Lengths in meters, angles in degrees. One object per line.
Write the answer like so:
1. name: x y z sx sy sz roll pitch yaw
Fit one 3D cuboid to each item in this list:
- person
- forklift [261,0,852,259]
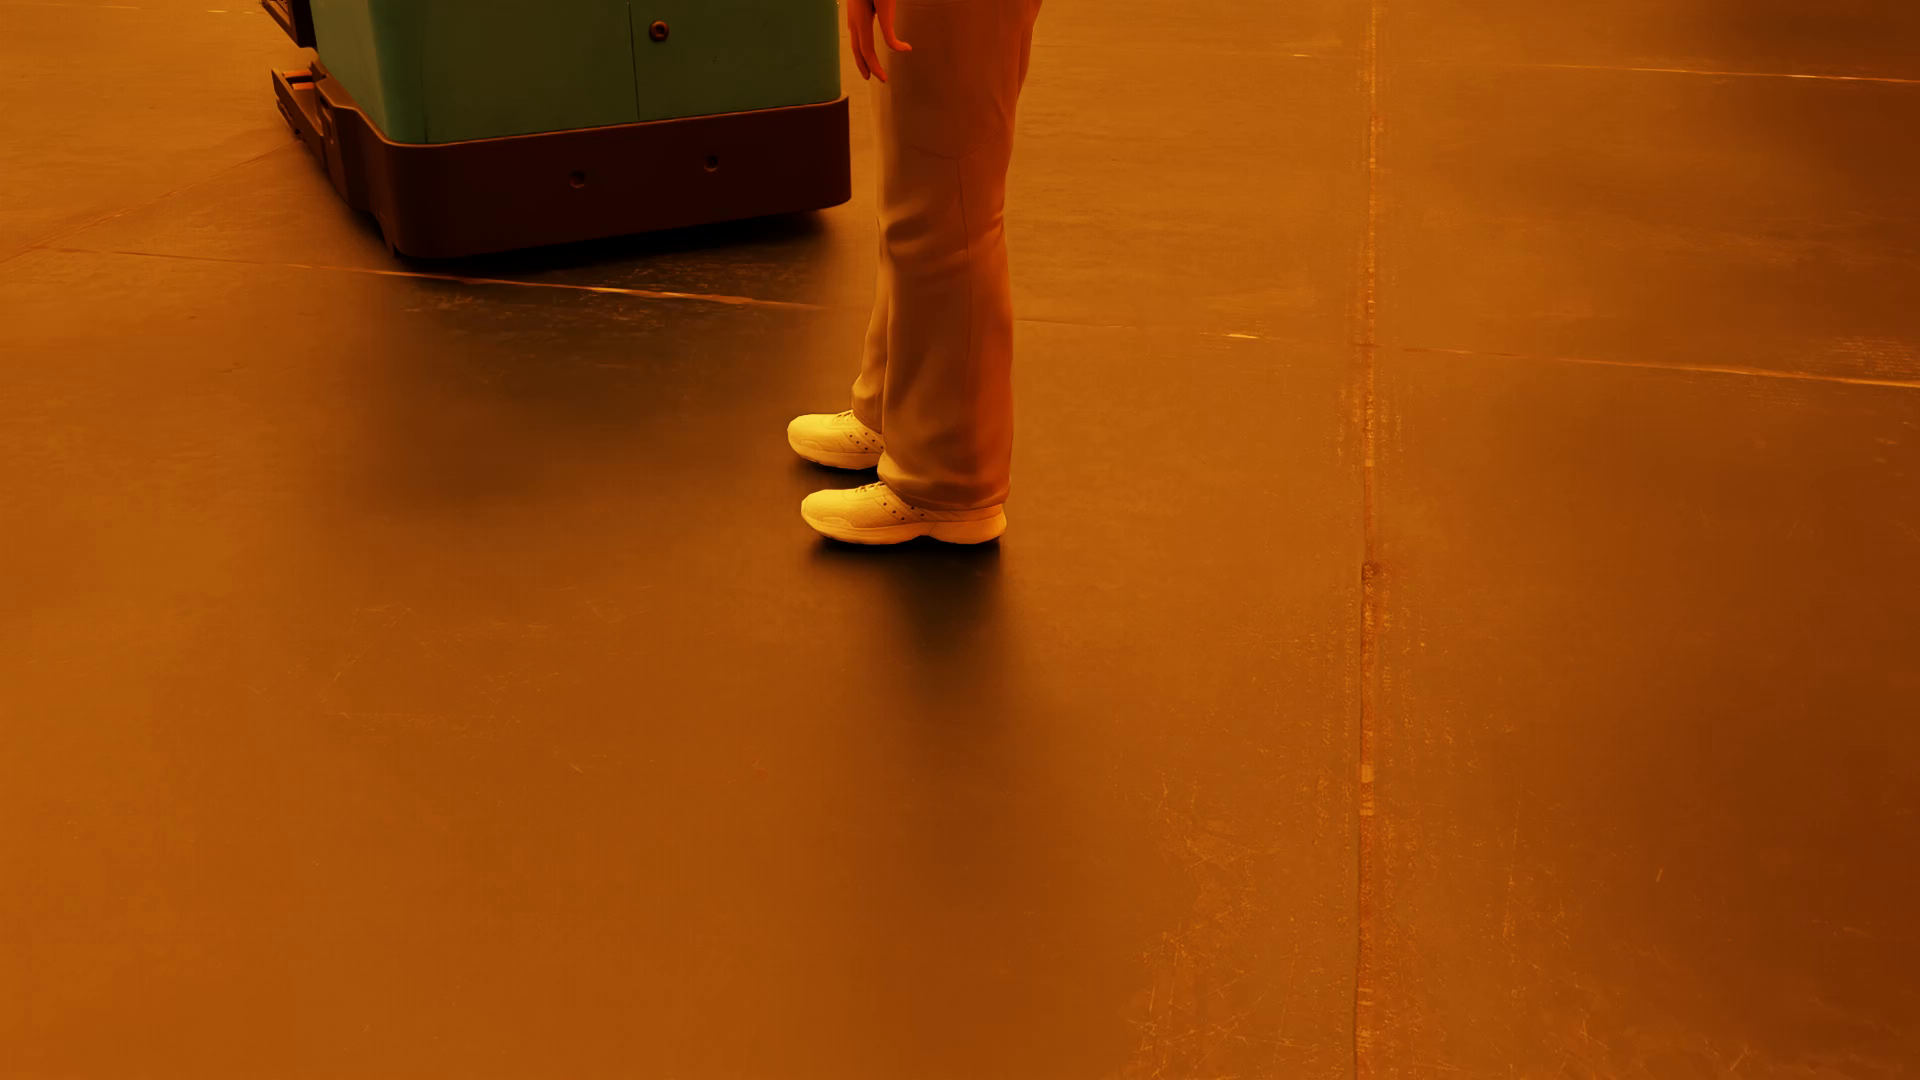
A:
1. person: -0.027 -0.680 2.173 0.395 1.362 0.518 6 27 11
2. forklift: -1.379 -2.536 4.273 1.130 2.935 3.031 -13 30 -24
